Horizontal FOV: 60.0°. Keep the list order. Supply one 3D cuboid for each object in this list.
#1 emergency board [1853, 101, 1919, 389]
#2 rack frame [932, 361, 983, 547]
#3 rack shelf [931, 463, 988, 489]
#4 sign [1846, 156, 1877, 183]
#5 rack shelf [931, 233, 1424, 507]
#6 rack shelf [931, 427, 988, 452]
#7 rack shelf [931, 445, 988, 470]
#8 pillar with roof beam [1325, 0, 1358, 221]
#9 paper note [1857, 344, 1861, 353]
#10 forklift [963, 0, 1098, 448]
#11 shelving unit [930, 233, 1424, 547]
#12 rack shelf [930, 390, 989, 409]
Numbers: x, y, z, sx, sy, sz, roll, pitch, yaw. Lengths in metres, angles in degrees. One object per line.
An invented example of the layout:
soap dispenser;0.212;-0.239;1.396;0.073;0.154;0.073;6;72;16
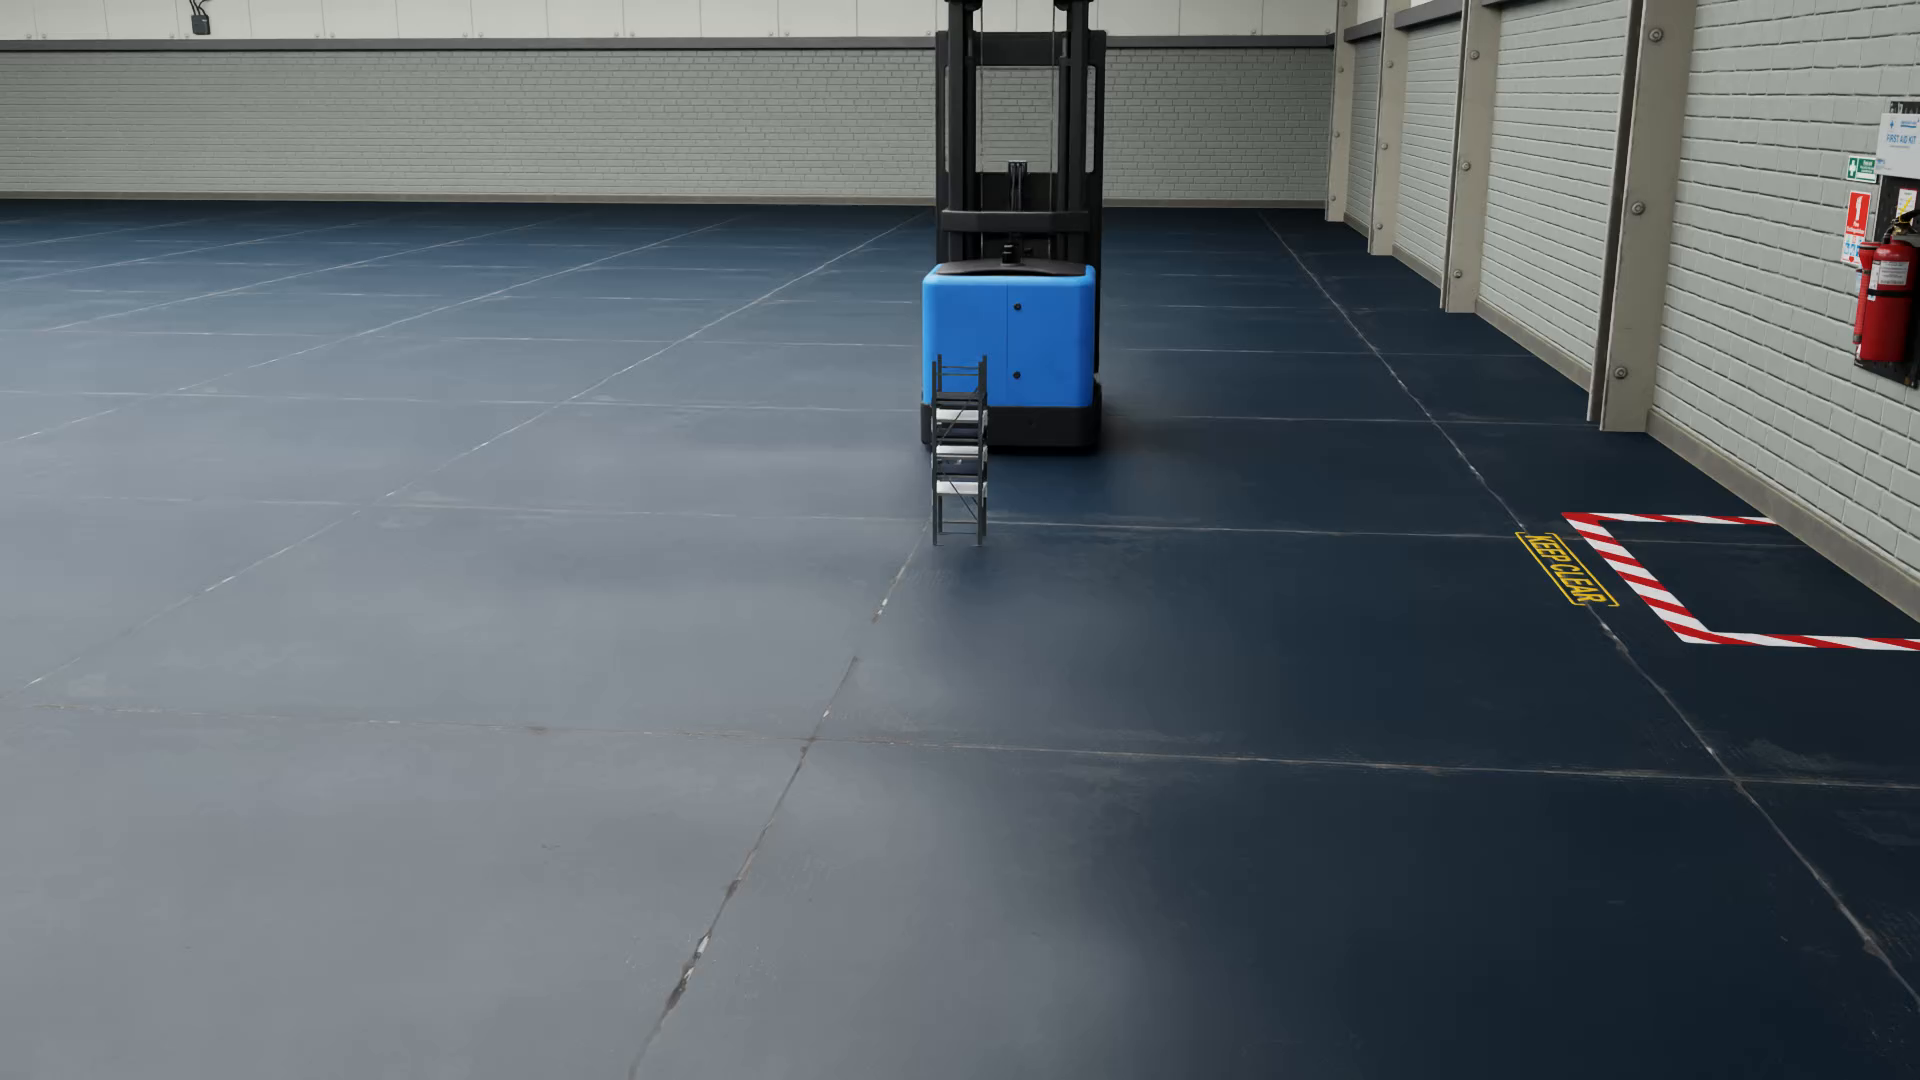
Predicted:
emergency board;3.973;-1.285;7.167;0.194;1.169;0.643;2;15;6
rack frame;-0.012;-0.406;7.939;0.240;0.900;0.006;2;15;6
rack shelf;-0.001;-0.313;8.069;0.258;0.077;0.200;2;15;6
sign;4.129;-1.697;7.609;0.001;0.109;0.331;2;15;6
rack shelf;3.807;-2.417;16.573;6.000;0.275;18.464;2;15;6
rack shelf;-0.001;-0.487;8.022;0.258;0.077;0.200;2;15;6
rack shelf;-0.001;-0.400;8.046;0.258;0.077;0.200;2;15;6
pillar with roof beam;2.087;-9.892;27.507;9.100;9.000;0.400;2;15;6
paper note;4.062;-0.903;7.444;0.016;0.148;0.142;2;15;6
forklift;0.410;-2.304;11.067;1.121;2.935;3.031;1;15;5
shelving unit;3.807;-2.718;16.489;6.000;0.900;18.469;2;15;6
rack shelf;-0.001;-0.661;7.975;0.258;0.077;0.200;2;15;6
